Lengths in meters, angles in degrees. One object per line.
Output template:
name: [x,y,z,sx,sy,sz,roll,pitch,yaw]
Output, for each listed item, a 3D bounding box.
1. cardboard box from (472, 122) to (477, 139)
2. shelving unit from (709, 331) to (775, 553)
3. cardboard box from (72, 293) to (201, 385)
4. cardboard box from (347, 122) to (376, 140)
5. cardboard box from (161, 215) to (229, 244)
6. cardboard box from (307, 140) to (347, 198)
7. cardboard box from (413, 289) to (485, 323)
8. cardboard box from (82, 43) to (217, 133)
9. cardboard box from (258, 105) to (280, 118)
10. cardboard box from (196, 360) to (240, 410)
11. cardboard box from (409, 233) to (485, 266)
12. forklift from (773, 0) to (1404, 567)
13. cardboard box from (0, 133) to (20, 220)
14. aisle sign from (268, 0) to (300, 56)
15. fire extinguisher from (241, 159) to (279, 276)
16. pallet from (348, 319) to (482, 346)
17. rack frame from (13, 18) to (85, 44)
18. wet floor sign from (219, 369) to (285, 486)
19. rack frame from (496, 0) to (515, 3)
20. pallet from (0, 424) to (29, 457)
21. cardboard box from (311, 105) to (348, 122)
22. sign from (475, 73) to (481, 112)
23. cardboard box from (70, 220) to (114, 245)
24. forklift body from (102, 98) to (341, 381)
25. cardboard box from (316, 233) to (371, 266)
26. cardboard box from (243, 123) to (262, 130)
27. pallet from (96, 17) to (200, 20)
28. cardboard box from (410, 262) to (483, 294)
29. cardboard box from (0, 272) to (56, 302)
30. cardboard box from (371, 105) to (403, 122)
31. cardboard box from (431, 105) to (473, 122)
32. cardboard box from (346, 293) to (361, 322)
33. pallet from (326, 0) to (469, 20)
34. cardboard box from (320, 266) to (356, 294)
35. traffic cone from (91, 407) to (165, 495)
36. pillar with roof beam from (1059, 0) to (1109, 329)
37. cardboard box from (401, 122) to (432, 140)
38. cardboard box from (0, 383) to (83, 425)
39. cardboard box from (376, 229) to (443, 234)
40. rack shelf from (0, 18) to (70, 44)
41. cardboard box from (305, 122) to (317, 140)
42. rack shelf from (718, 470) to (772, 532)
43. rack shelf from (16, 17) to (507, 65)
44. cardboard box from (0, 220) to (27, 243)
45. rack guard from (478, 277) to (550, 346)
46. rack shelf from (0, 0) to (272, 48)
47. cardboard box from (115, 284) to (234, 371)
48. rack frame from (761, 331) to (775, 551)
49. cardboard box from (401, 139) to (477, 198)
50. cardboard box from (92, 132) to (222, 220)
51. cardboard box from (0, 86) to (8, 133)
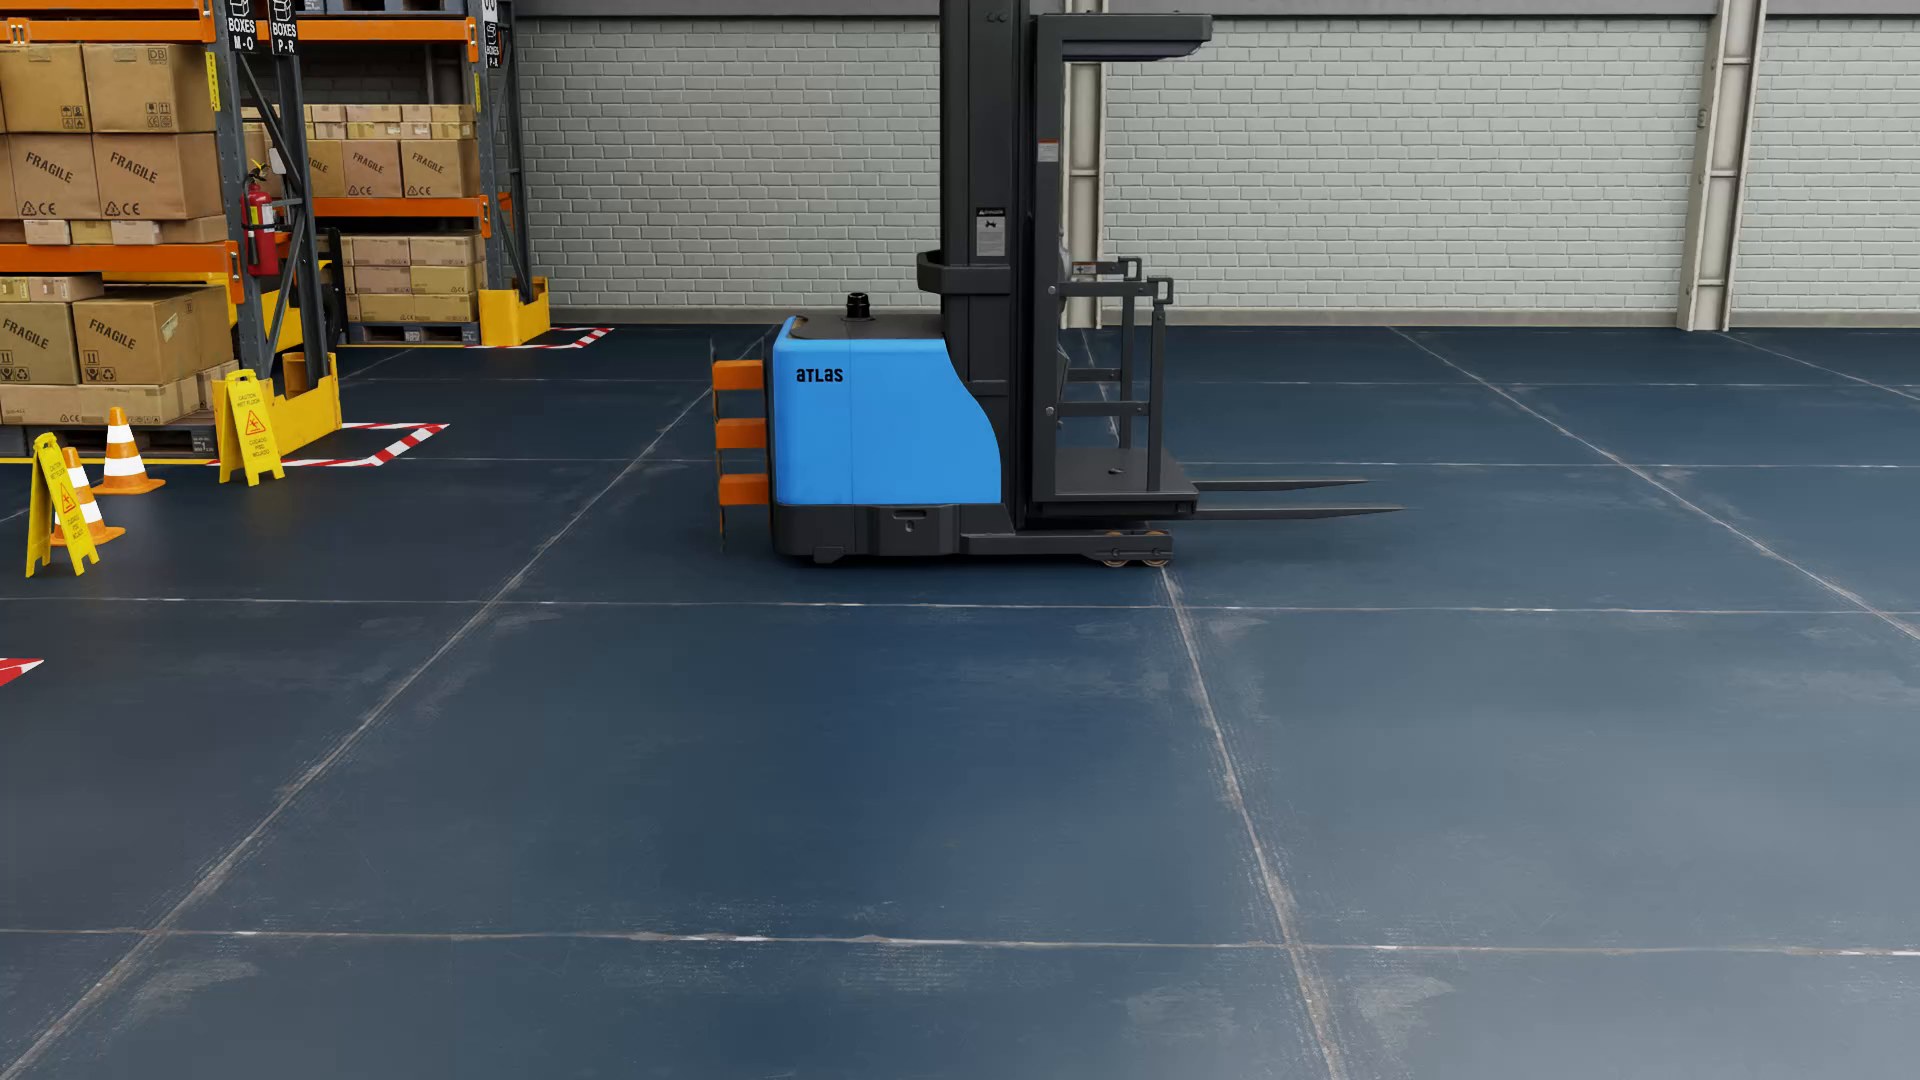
cardboard box: [-4.483,-3.768,15.276,0.250,0.149,0.380,0,15,0]
shelving unit: [-1.052,-0.474,8.063,0.252,1.050,0.215,-2,14,-3]
cardboard box: [-5.081,-1.247,10.283,0.500,0.500,0.500,0,15,2]
cardboard box: [-5.265,-3.647,14.814,0.250,0.149,0.380,0,15,1]
cardboard box: [-4.653,-1.899,10.148,0.250,0.149,0.380,1,15,3]
cardboard box: [-5.679,-3.332,14.892,0.500,0.500,0.500,0,15,0]
cardboard box: [-4.628,-2.134,15.115,0.500,0.250,0.500,0,15,2]
cardboard box: [-4.789,-2.695,9.937,0.500,0.500,0.700,0,15,0]
cardboard box: [-6.047,-3.801,14.816,0.250,0.149,0.380,1,15,2]
cardboard box: [-5.073,-1.021,10.898,0.500,0.250,0.500,0,15,1]
cardboard box: [-4.618,-2.618,14.991,0.500,0.250,0.500,1,15,3]
forklift: [0.624,-1.423,7.990,3.031,2.935,1.130,-1,15,-2]
cardboard box: [-5.823,-2.206,10.043,0.500,0.500,0.500,0,15,1]
aisle sign: [-4.203,-3.408,10.280,0.004,0.787,0.394,0,15,1]
fire extinguisher: [-4.171,-1.916,9.876,0.183,0.674,0.296,0,15,1]
pallet: [-4.916,-1.984,15.446,1.213,0.211,1.003,0,15,1]
rack frame: [-8.149,-3.364,15.211,0.127,3.000,1.000,0,15,1]
wet floor sign: [-4.111,-0.660,9.575,0.232,0.644,0.267,6,16,21]
rack frame: [-4.150,-6.239,14.347,0.127,3.000,1.000,0,15,1]
pallet: [-6.377,-0.747,10.759,1.213,0.211,1.003,0,15,1]
cardboard box: [-5.533,-3.775,14.717,0.250,0.149,0.380,1,15,3]
sign: [-4.178,-3.874,14.410,0.005,0.325,0.100,0,15,1]
cardboard box: [-5.164,-1.879,10.074,0.250,0.149,0.380,0,15,0]
forklift body: [-6.092,-2.475,13.504,1.214,2.155,2.313,0,15,1]
cardboard box: [-5.634,-2.621,15.001,0.500,0.250,0.500,1,15,2]
cardboard box: [-6.292,-3.642,14.796,0.250,0.149,0.380,0,15,0]
pallet: [-7.296,-4.773,14.843,1.213,0.211,1.003,0,15,1]
cardboard box: [-4.645,-2.377,15.055,0.500,0.250,0.500,0,15,1]
cardboard box: [-5.701,-1.548,10.154,0.250,0.149,0.380,1,15,2]
cardboard box: [-5.023,-3.781,14.740,0.250,0.149,0.380,1,15,3]
cardboard box: [-4.514,-3.792,14.784,0.250,0.149,0.380,0,15,2]
cardboard box: [-5.625,-2.145,15.158,0.500,0.250,0.500,1,15,2]
pallet: [-4.856,-4.757,14.783,1.213,0.211,1.003,0,15,1]
cardboard box: [-5.662,-2.381,15.070,0.500,0.250,0.500,0,15,0]
traffic cone: [-4.736,-0.519,9.401,0.334,0.463,0.336,0,15,1]
pillar with roof beam: [1.065,-5.336,10.926,0.400,9.000,9.100,0,15,1]
cardboard box: [-4.760,-3.625,14.732,0.250,0.149,0.380,1,15,2]
cardboard box: [-5.606,-0.888,10.391,0.500,0.250,0.500,0,15,2]
cardboard box: [-5.125,-2.749,15.485,0.500,0.250,0.500,0,15,2]
rack shelf: [-10.148,-4.480,14.969,4.000,0.370,1.077,0,15,1]
cardboard box: [-5.787,-3.633,14.762,0.250,0.149,0.380,0,15,2]
rack shelf: [-1.047,-0.194,8.132,0.240,0.259,0.215,-2,14,-3]
rack shelf: [-6.149,-4.454,14.870,4.000,0.370,1.077,0,15,1]
cardboard box: [-5.675,-1.911,10.194,0.250,0.149,0.380,1,15,2]
rack guard: [-4.126,-2.129,15.430,0.348,0.500,1.175,0,15,1]
rack shelf: [-6.273,-3.188,10.072,4.000,0.370,1.077,0,15,1]
cardboard box: [-5.096,-1.384,10.803,0.500,0.500,0.500,0,15,0]
rack frame: [-0.930,-0.478,8.069,0.008,1.050,0.200,-2,14,-3]
cardboard box: [-4.649,-3.323,14.857,0.500,0.500,0.500,0,15,0]
cardboard box: [-4.823,-2.198,10.010,0.500,0.500,0.500,0,15,0]
cardboard box: [-5.808,-2.678,9.870,0.500,0.500,0.700,0,15,1]
